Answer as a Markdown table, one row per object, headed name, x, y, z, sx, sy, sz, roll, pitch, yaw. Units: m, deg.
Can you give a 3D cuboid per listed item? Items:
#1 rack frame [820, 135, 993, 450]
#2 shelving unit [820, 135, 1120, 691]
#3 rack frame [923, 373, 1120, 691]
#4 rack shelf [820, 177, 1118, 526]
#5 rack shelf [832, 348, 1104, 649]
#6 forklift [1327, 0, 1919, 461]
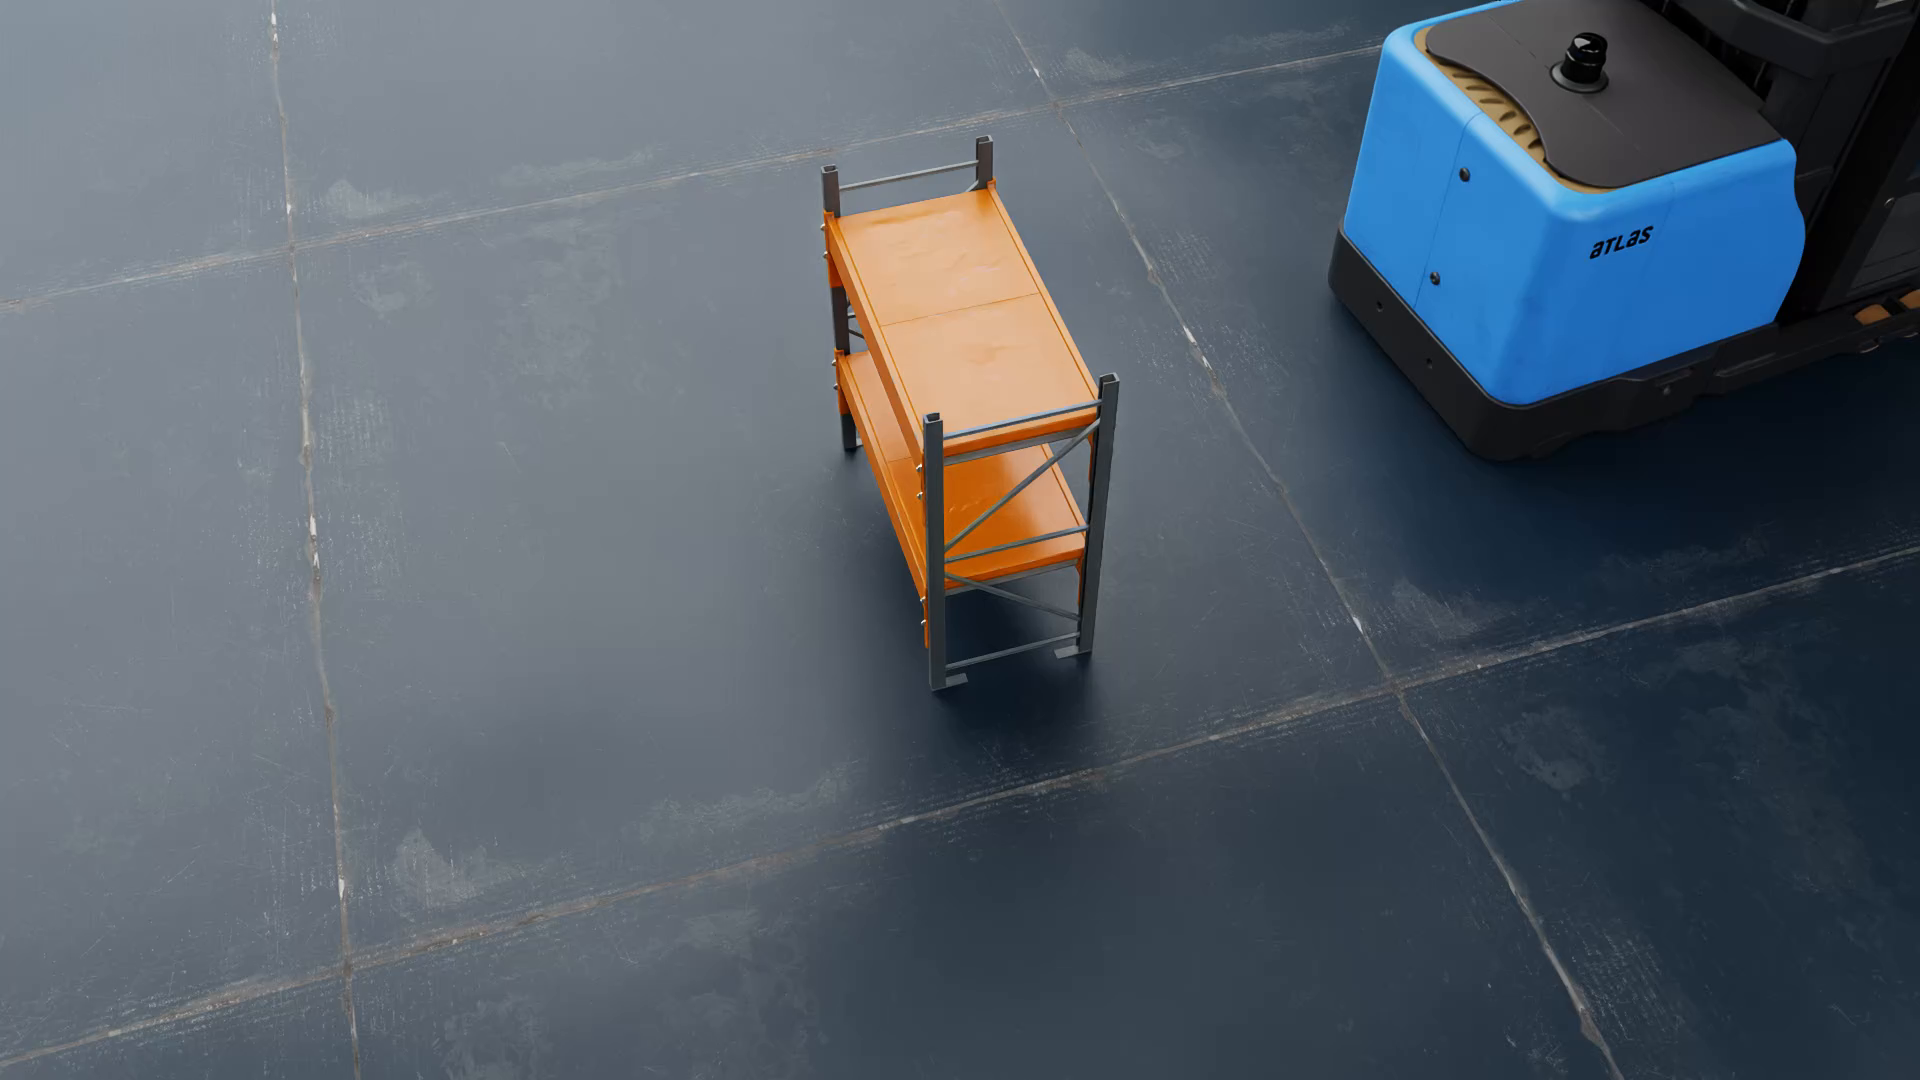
| name | x | y | z | sx | sy | sz | roll | pitch | yaw |
| --- | --- | --- | --- | --- | --- | --- | --- | --- | --- |
| rack frame | -0.148 | -0.729 | 5.129 | 0.500 | 1.125 | 0.032 | -13 | 51 | -11 |
| shelving unit | 0.002 | -0.358 | 4.816 | 0.538 | 1.125 | 1.048 | -13 | 51 | -11 |
| rack frame | 0.152 | 0.014 | 4.503 | 0.500 | 1.125 | 0.032 | -13 | 51 | -11 |
| rack shelf | 0.002 | -0.546 | 4.592 | 0.538 | 0.278 | 1.000 | -13 | 51 | -11 |
| rack shelf | 0.002 | -0.200 | 5.003 | 0.538 | 0.278 | 1.000 | -13 | 51 | -11 |
| forklift | 2.876 | -1.953 | 4.979 | 3.031 | 2.935 | 1.130 | -18 | 52 | -15 |
